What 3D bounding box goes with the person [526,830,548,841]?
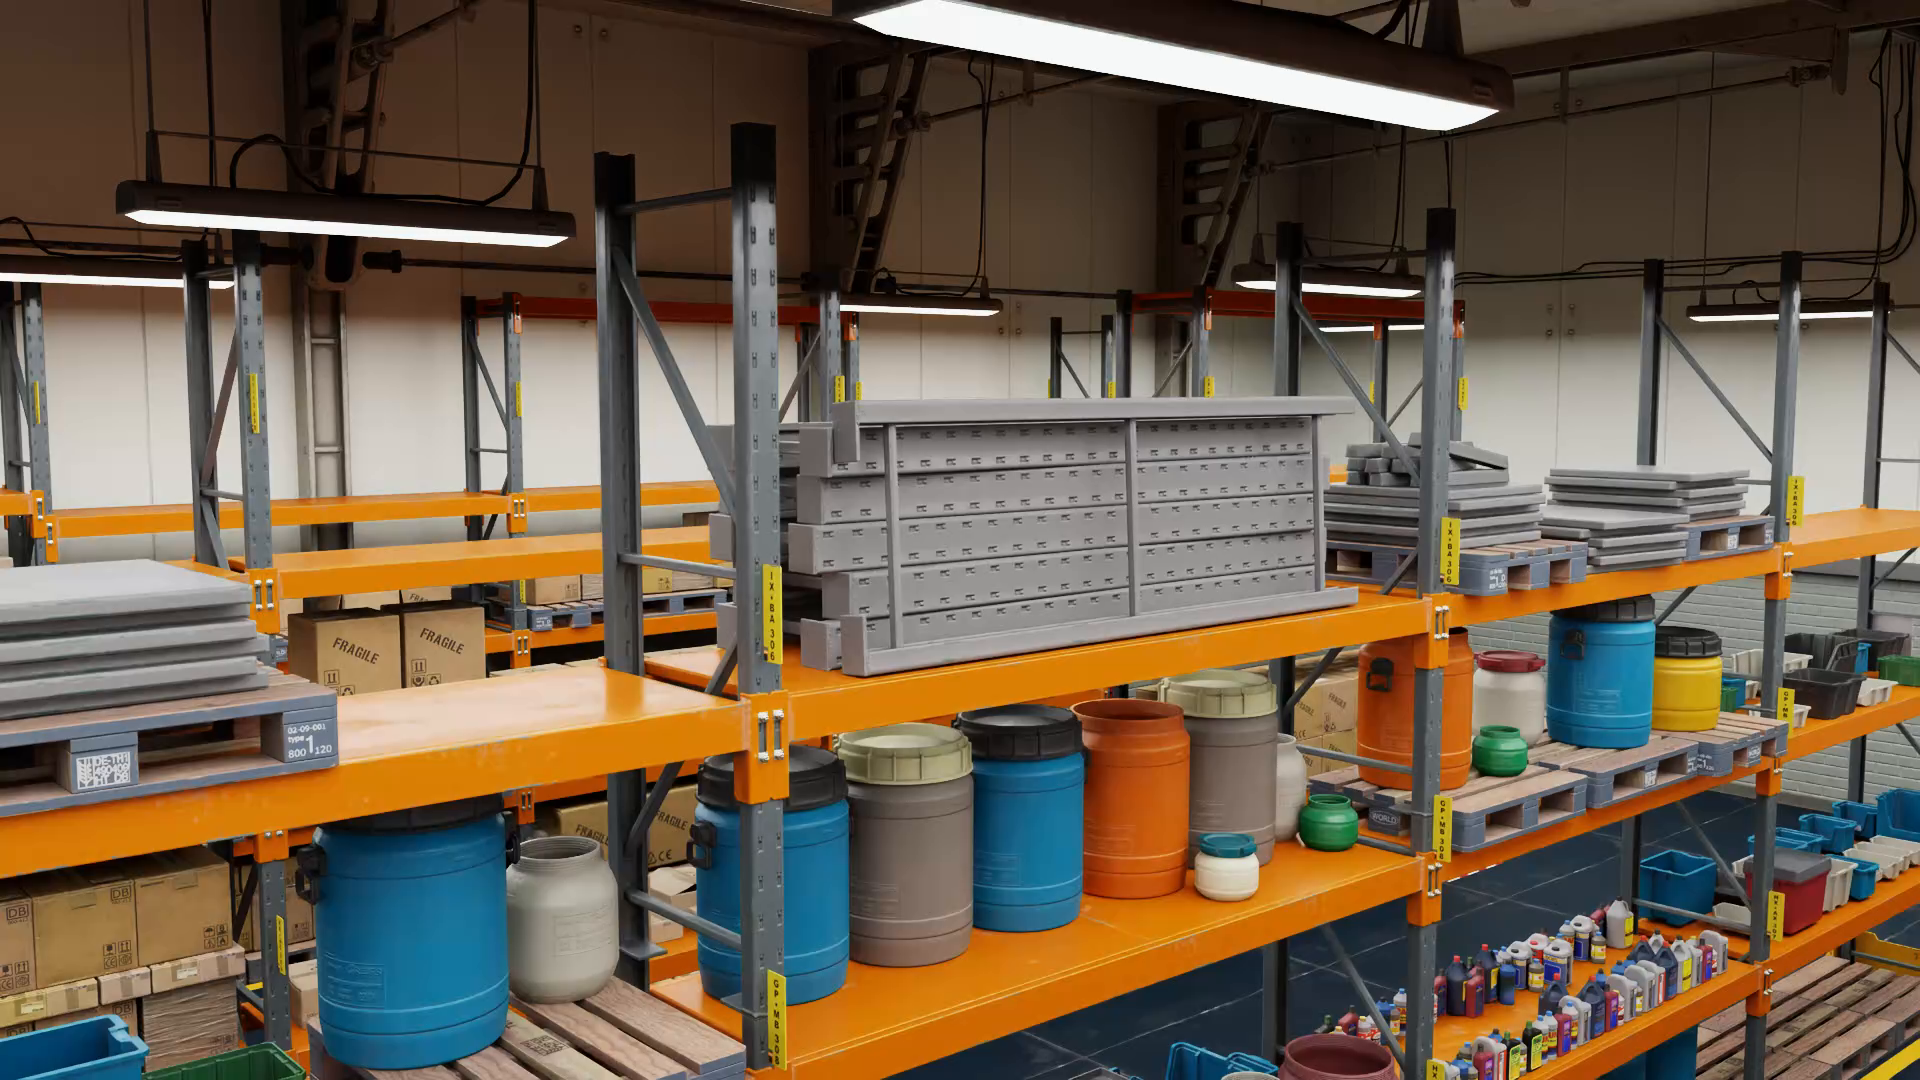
[{"bbox_3d":[-3.306,3.095,13.670,0.950,1.524,0.603,-4,7,-38],"label":"person"}]
